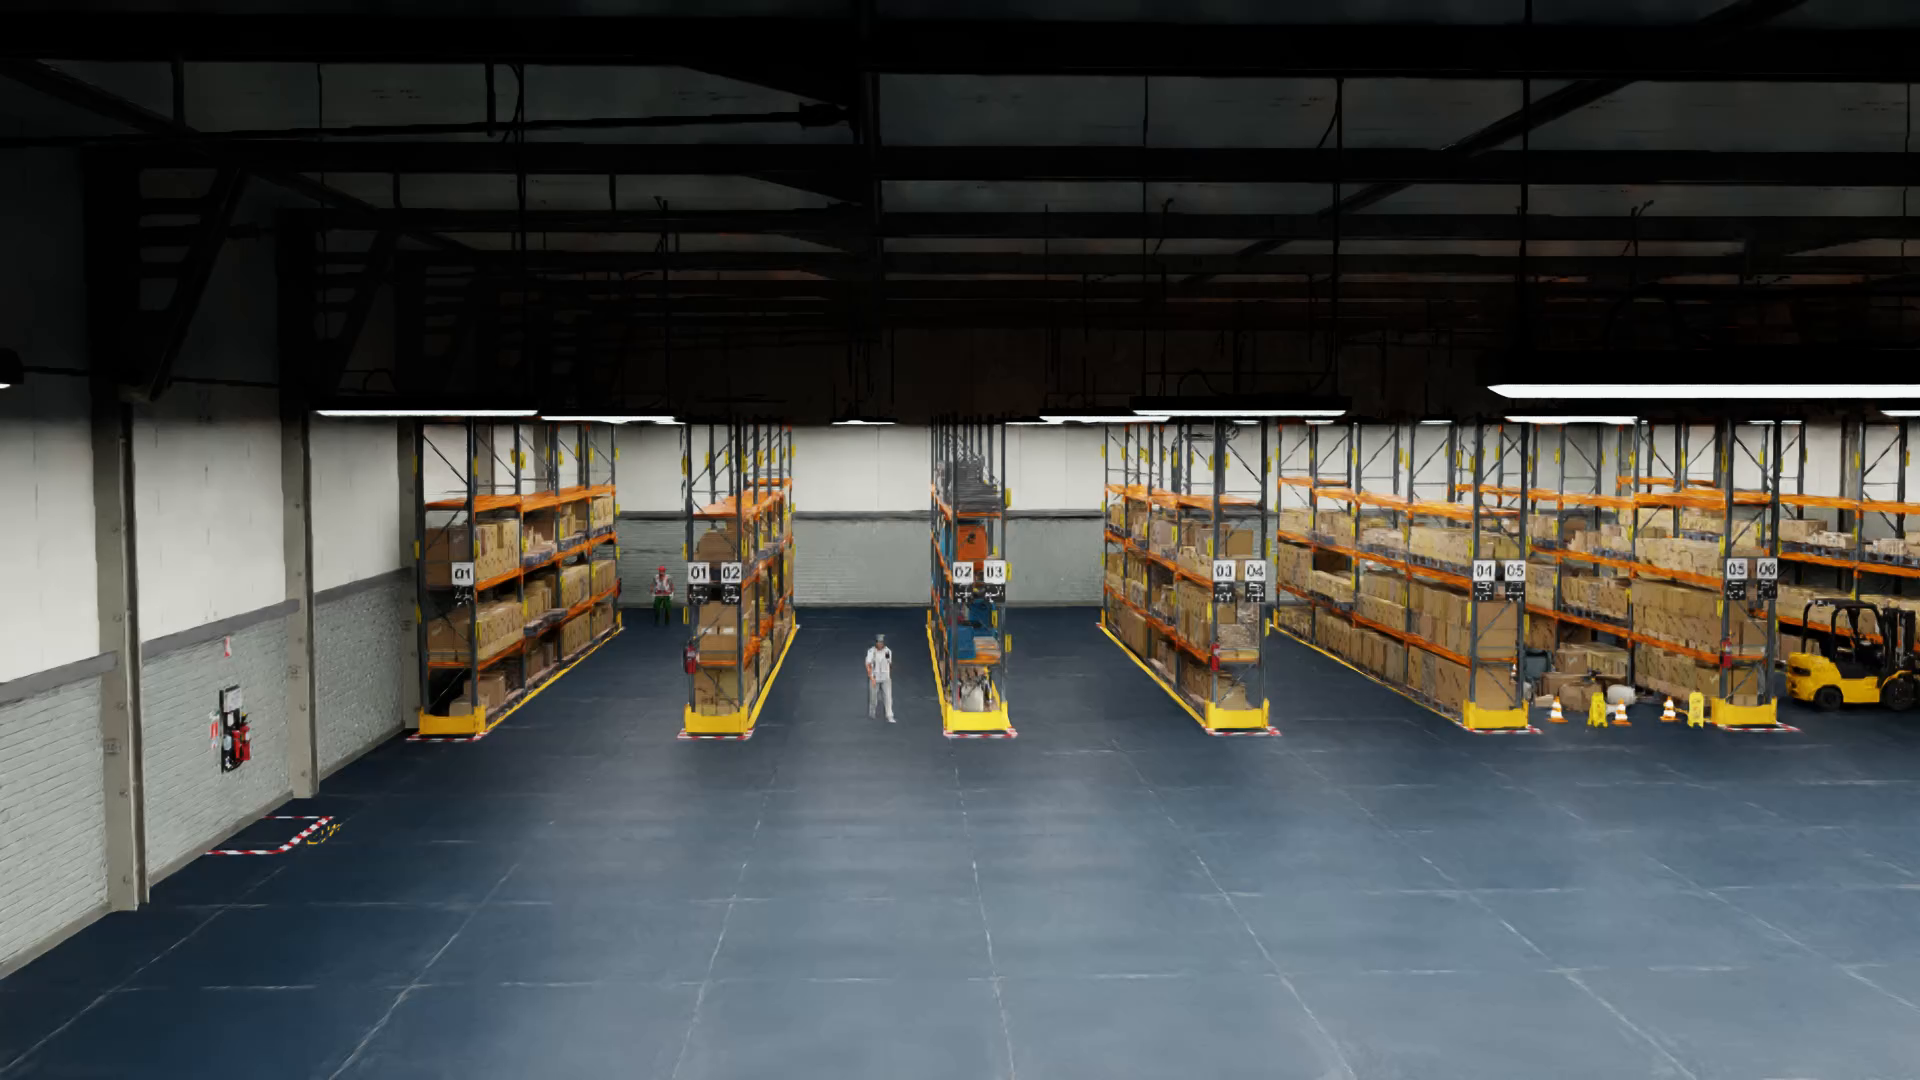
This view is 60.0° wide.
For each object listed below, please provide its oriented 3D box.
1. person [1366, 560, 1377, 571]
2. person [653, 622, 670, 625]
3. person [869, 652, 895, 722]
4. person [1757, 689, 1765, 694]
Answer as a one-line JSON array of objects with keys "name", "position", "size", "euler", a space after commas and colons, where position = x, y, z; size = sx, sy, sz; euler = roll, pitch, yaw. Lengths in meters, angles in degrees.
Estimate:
[{"name": "person", "position": [12.230, 1.490, 49.260], "size": [0.714, 1.785, 0.537], "euler": [-2, 5, -31]}, {"name": "person", "position": [-8.629, 2.361, 48.060], "size": [0.490, 0.208, 0.320], "euler": [0, 4, -4]}, {"name": "person", "position": [-1.536, 2.841, 32.313], "size": [0.441, 1.334, 1.037], "euler": [-1, 4, -11]}, {"name": "person", "position": [17.062, 2.462, 35.692], "size": [0.456, 1.648, 0.437], "euler": [2, 4, 27]}]
